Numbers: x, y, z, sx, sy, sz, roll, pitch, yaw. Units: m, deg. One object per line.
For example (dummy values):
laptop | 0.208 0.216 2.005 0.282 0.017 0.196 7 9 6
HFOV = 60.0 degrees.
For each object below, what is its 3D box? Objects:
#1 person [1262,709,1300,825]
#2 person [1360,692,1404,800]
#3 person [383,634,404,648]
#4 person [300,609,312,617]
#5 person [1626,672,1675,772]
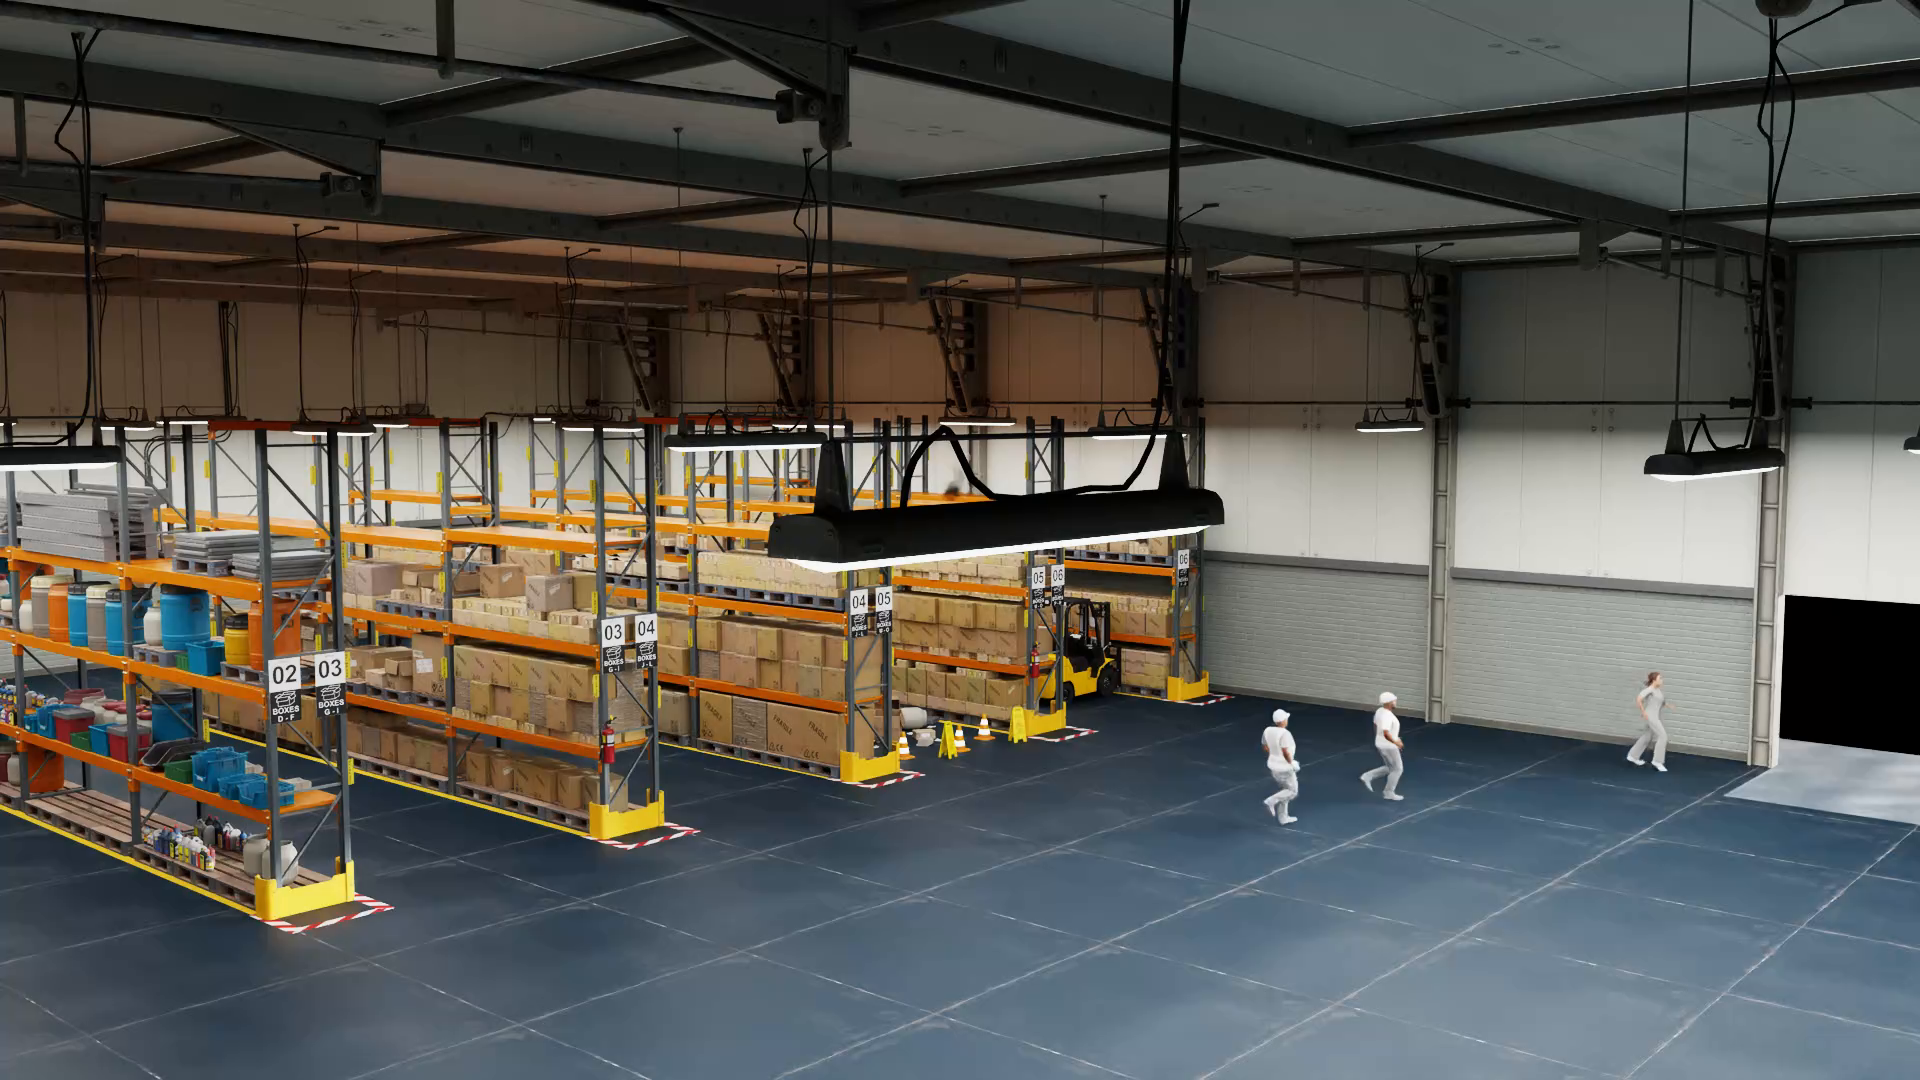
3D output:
person | 4.778 3.402 24.889 0.639 1.743 0.702 -2 5 -25
person | 6.724 3.272 26.419 0.665 1.718 0.722 0 5 -2
person | -13.657 2.178 40.160 0.640 1.703 0.664 1 5 17
person | -14.773 2.383 37.405 0.696 1.703 0.510 -2 5 -22
person | 11.932 3.123 28.722 0.761 1.720 0.556 3 5 30
